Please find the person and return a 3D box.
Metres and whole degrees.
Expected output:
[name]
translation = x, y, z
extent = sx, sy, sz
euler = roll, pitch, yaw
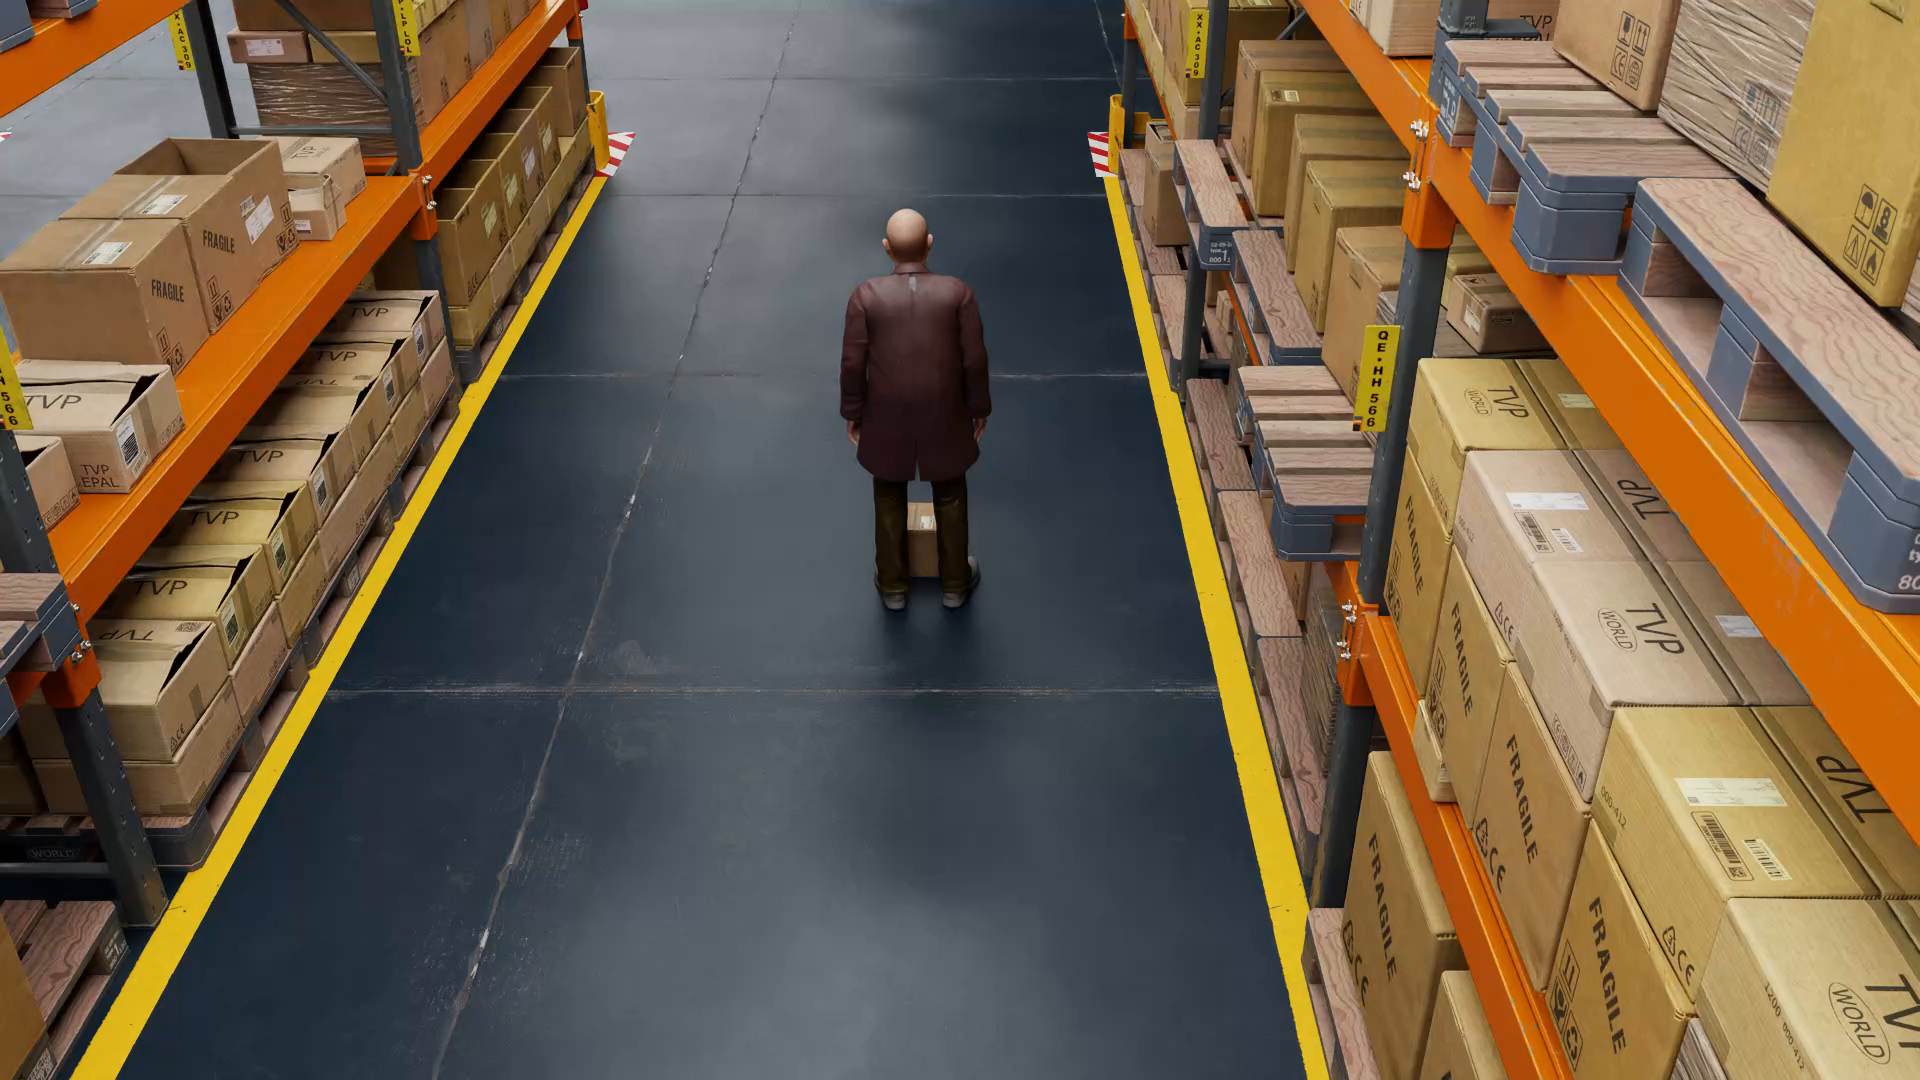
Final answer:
[person]
translation = -0.186, -0.524, 7.017
extent = 0.641, 1.773, 0.424
euler = -1, 31, -2
